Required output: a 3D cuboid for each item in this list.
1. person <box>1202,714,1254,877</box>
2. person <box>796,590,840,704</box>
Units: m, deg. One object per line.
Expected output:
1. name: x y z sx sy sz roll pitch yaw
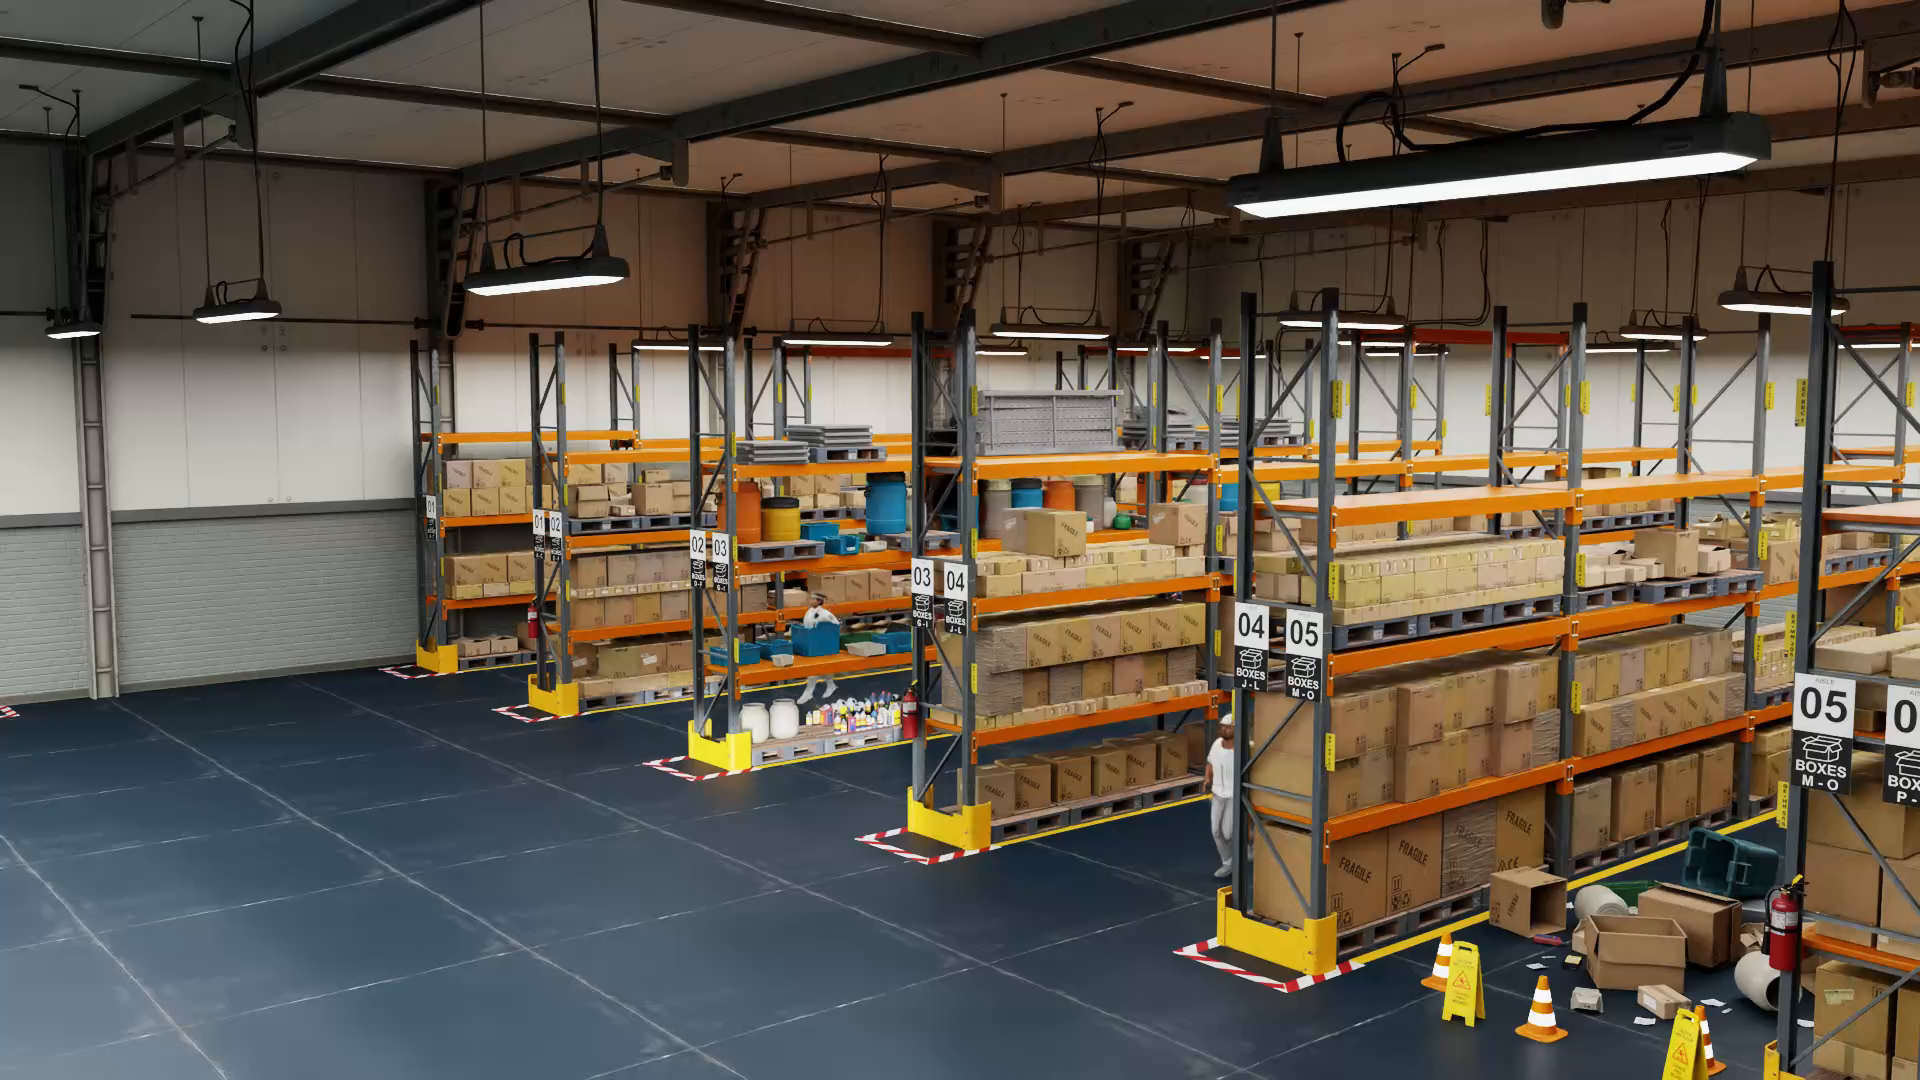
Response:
1. person: 2.898 2.685 17.610 0.614 1.726 0.728 -5 7 -45
2. person: -2.231 1.633 25.703 0.803 1.720 0.598 -4 7 -38
